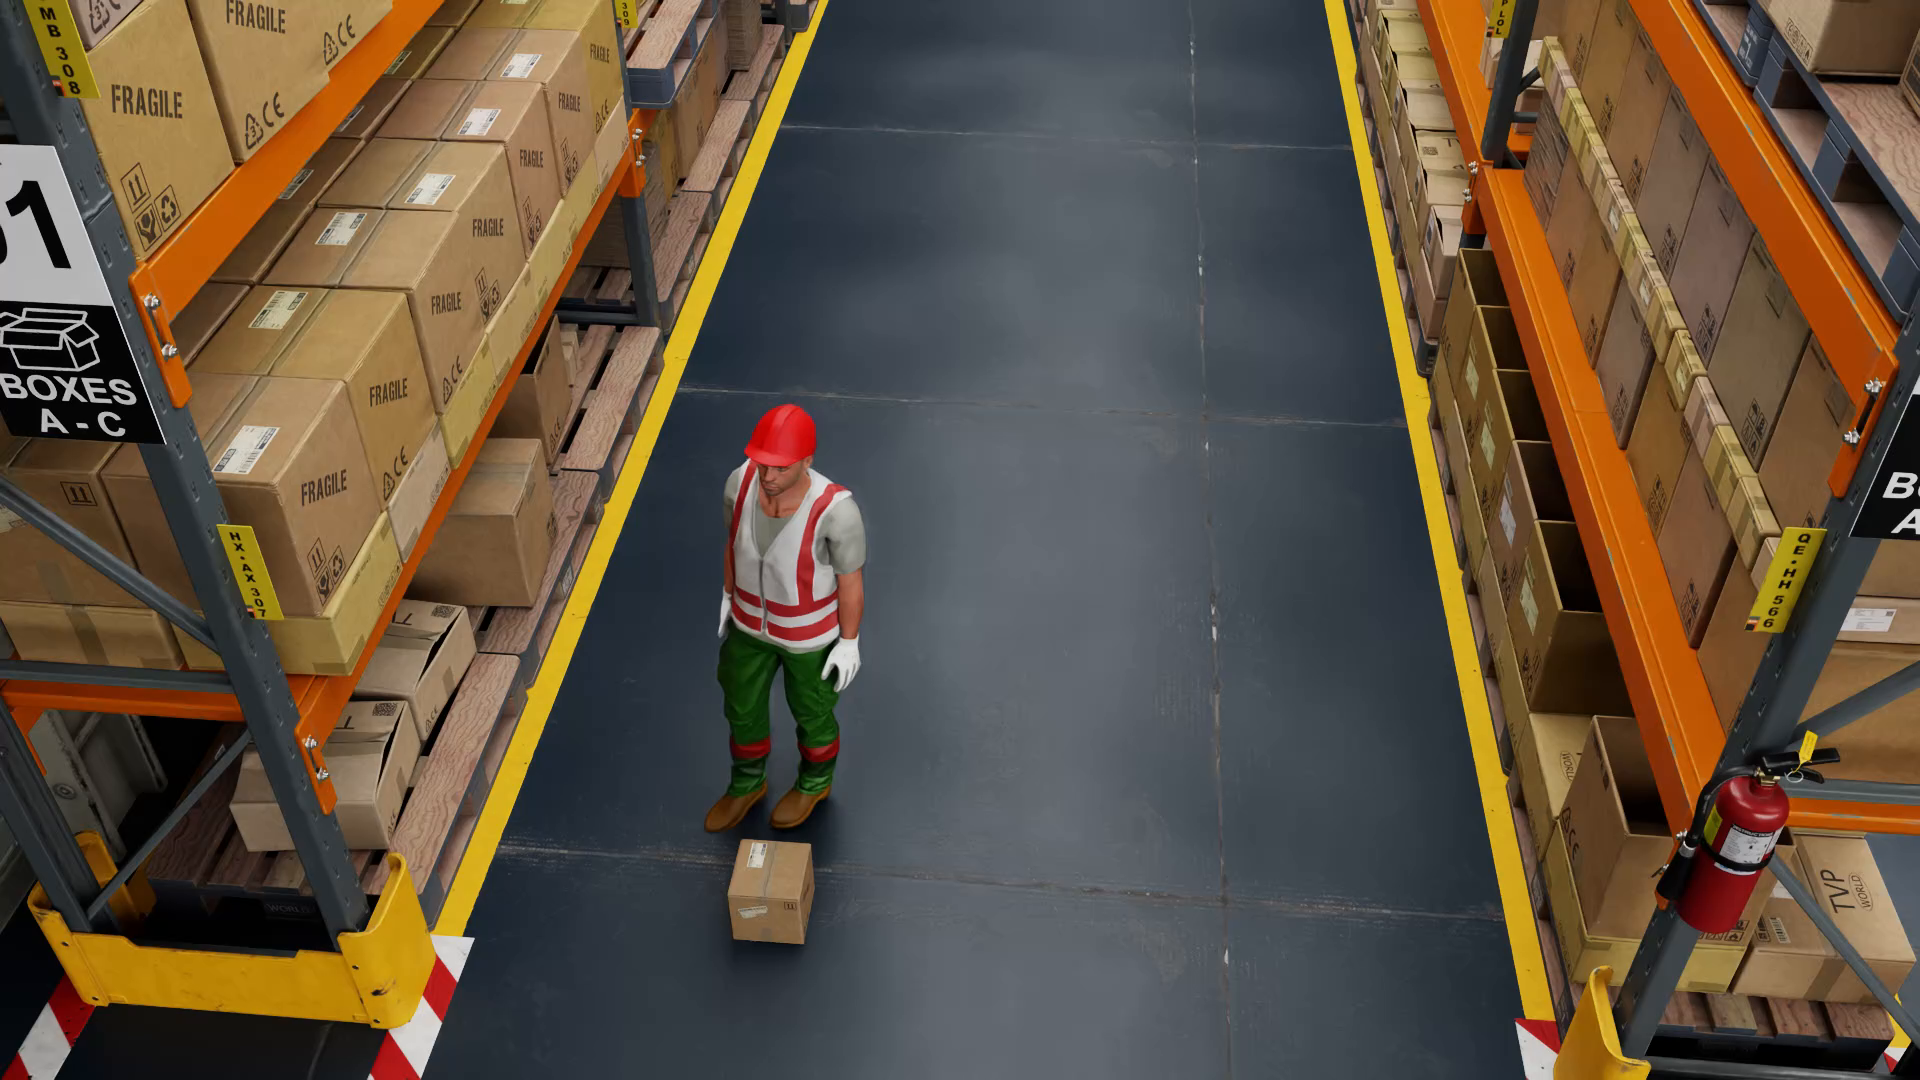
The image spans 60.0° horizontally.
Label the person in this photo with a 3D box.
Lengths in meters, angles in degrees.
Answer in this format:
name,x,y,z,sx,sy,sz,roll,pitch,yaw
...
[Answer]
name,x,y,z,sx,sy,sz,roll,pitch,yaw
person,-0.627,0.337,5.724,0.575,1.819,0.478,17,43,20
